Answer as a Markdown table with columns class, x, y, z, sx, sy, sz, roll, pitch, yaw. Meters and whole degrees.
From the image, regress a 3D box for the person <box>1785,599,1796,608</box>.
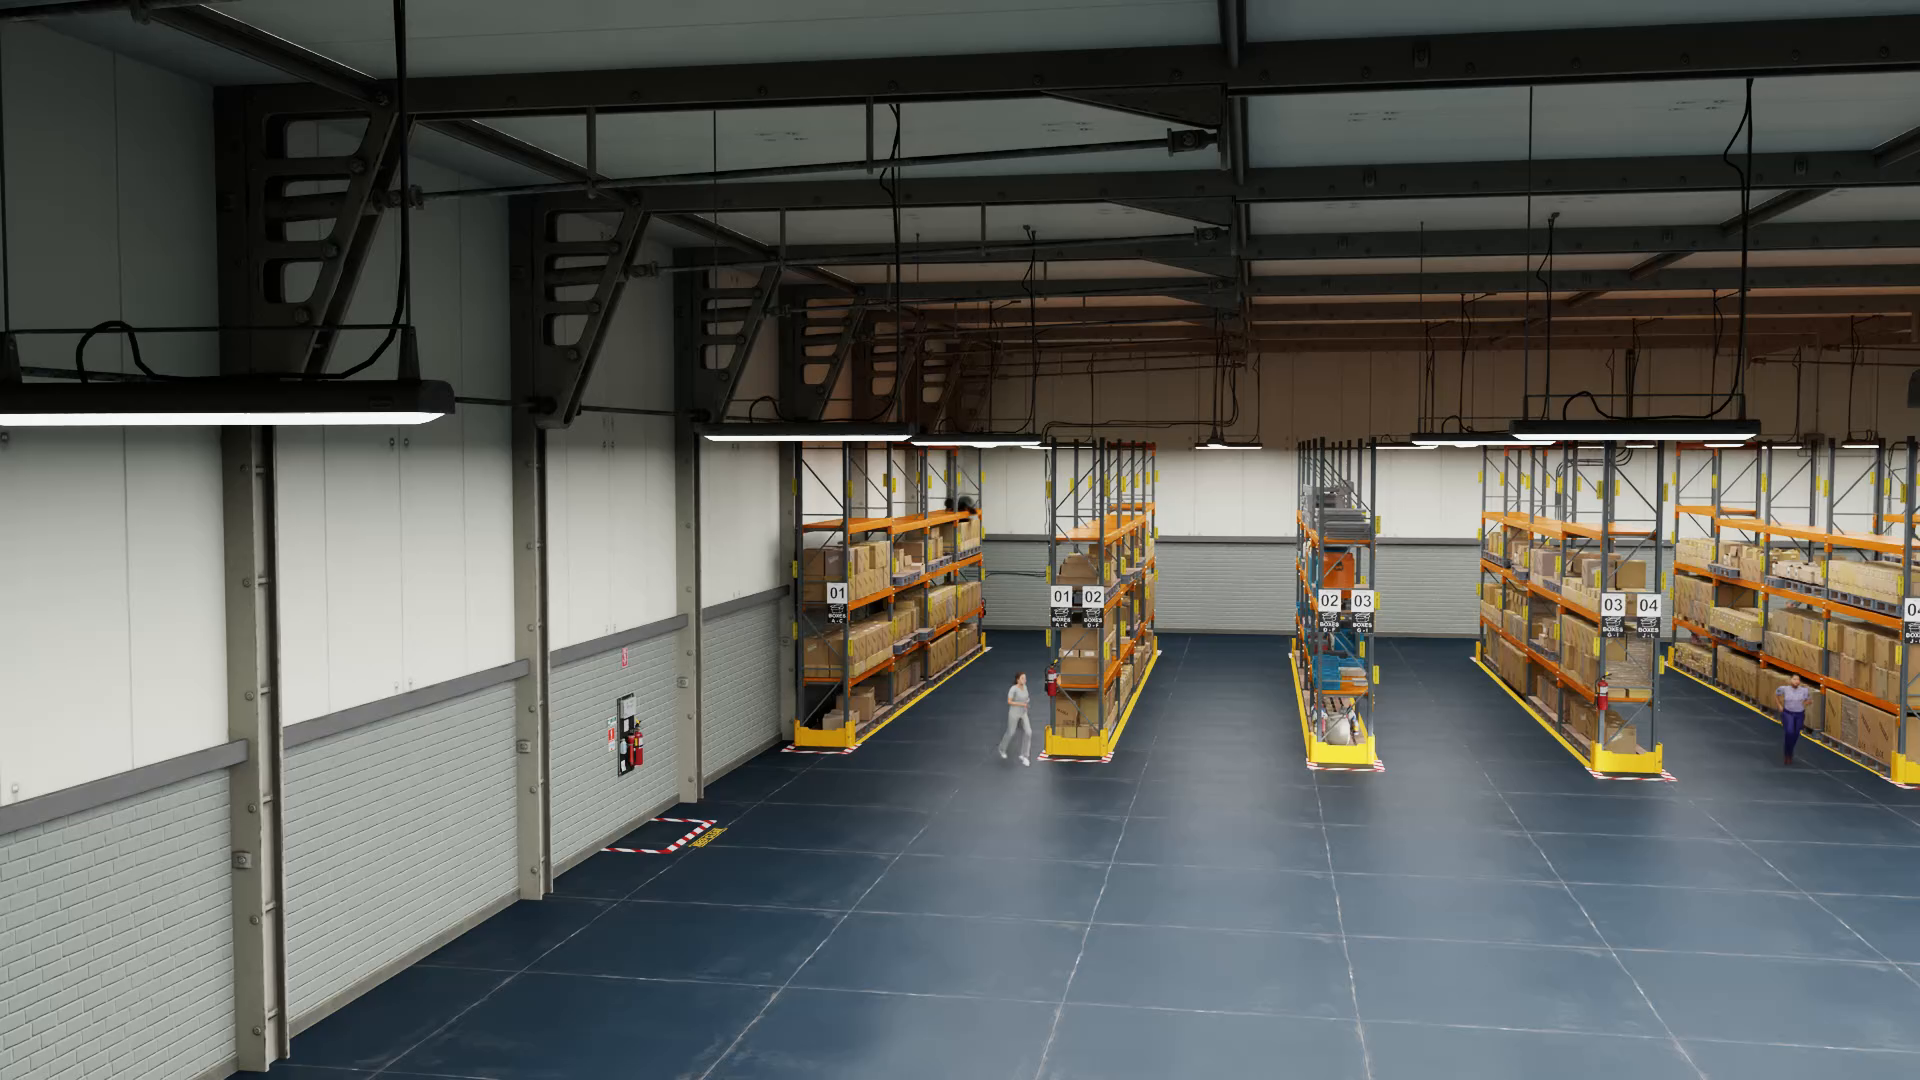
| class | x | y | z | sx | sy | sz | roll | pitch | yaw |
| --- | --- | --- | --- | --- | --- | --- | --- | --- | --- |
| person | 22.636 | 2.466 | 45.350 | 0.597 | 1.752 | 0.703 | 1 | 3 | 10 |

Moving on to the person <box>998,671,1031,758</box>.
| class | x | y | z | sx | sy | sz | roll | pitch | yaw |
| --- | --- | --- | --- | --- | --- | --- | --- | --- | --- |
| person | 1.047 | 3.202 | 30.741 | 0.561 | 1.572 | 0.802 | -2 | 4 | -35 |

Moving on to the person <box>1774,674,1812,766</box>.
| class | x | y | z | sx | sy | sz | roll | pitch | yaw |
| --- | --- | --- | --- | --- | --- | --- | --- | --- | --- |
| person | 15.357 | 3.299 | 30.665 | 0.581 | 1.694 | 0.794 | 0 | 3 | 7 |
